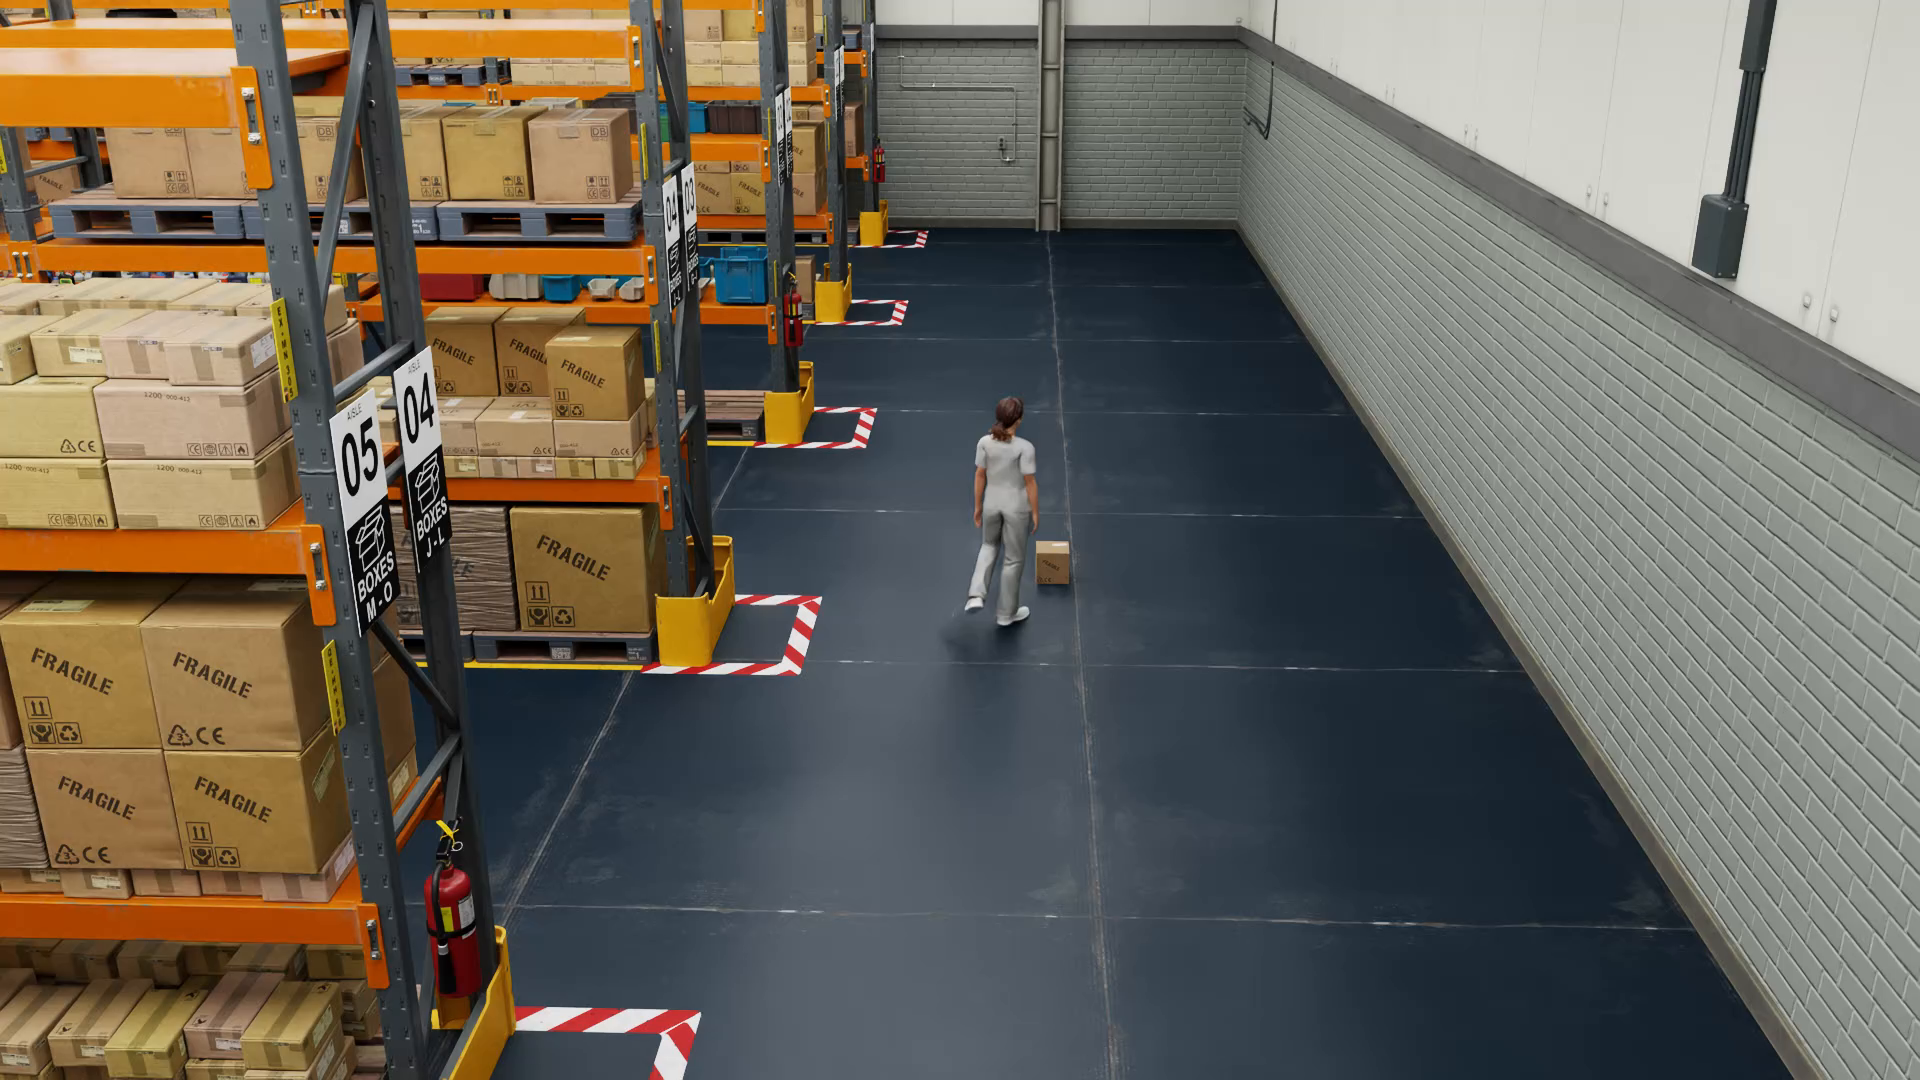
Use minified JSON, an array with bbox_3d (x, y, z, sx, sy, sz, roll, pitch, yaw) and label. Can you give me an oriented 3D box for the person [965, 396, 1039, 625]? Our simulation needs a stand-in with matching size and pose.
[{"bbox_3d":[0.297,-0.194,11.556,0.513,1.667,0.450,10,23,26],"label":"person"}]
